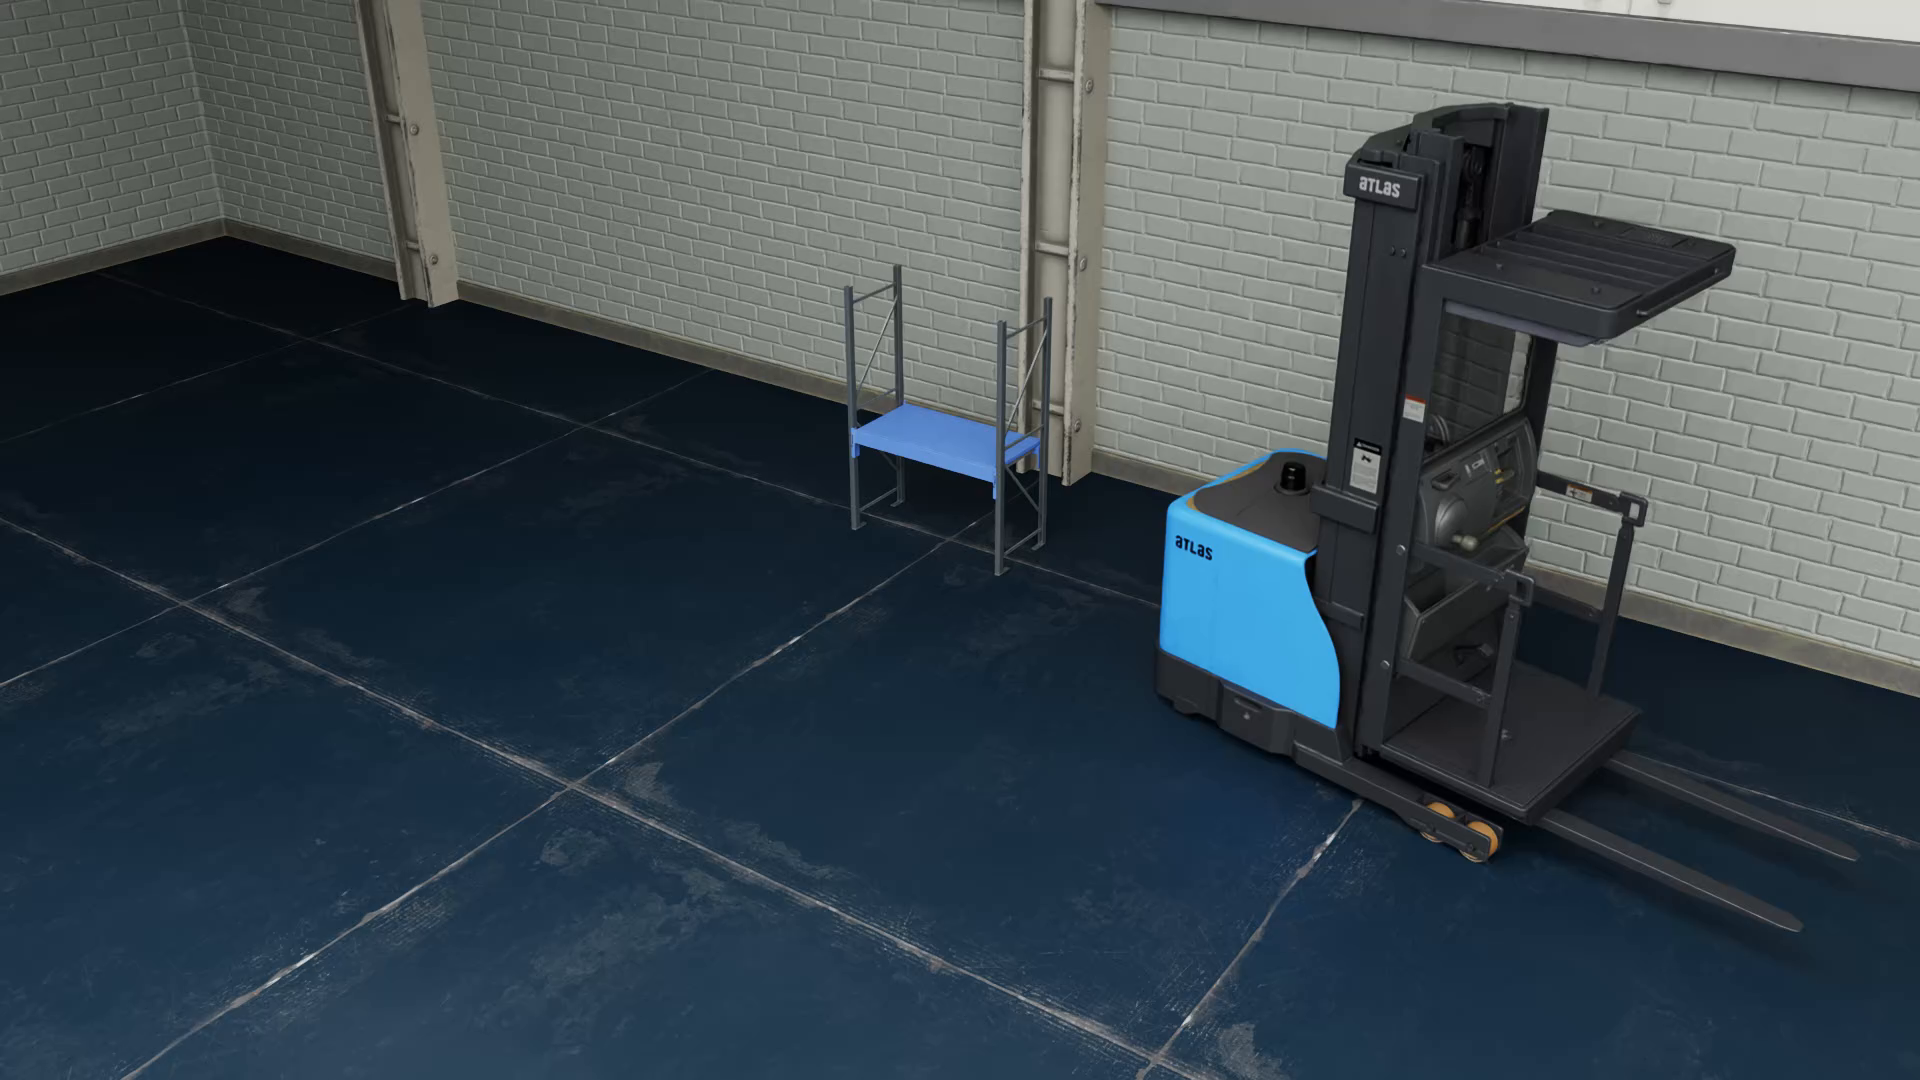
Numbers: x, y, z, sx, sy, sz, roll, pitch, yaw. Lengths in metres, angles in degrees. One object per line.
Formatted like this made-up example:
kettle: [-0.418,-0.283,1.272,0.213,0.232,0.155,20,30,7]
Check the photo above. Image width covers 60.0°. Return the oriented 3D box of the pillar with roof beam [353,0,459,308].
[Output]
pillar with roof beam: [-6.779,-4.386,8.447,0.400,9.000,9.100,17,32,30]

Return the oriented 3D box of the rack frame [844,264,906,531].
rack frame: [-0.489,-0.821,9.709,0.032,1.500,0.500,17,32,30]

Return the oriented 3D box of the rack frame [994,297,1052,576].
rack frame: [0.349,-0.560,9.196,0.032,1.500,0.500,17,32,30]

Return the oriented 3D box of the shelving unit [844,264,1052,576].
shelving unit: [-0.070,-0.690,9.453,1.048,1.500,0.538,17,32,30]

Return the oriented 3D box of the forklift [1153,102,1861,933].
forklift: [2.349,-0.206,6.923,3.031,2.935,1.130,24,36,39]

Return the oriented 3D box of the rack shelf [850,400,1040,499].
rack shelf: [-0.070,-0.530,9.534,1.000,0.185,0.538,17,32,30]

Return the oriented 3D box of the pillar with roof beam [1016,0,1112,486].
pillar with roof beam: [-1.833,-2.846,5.420,0.400,9.000,9.100,17,32,30]
